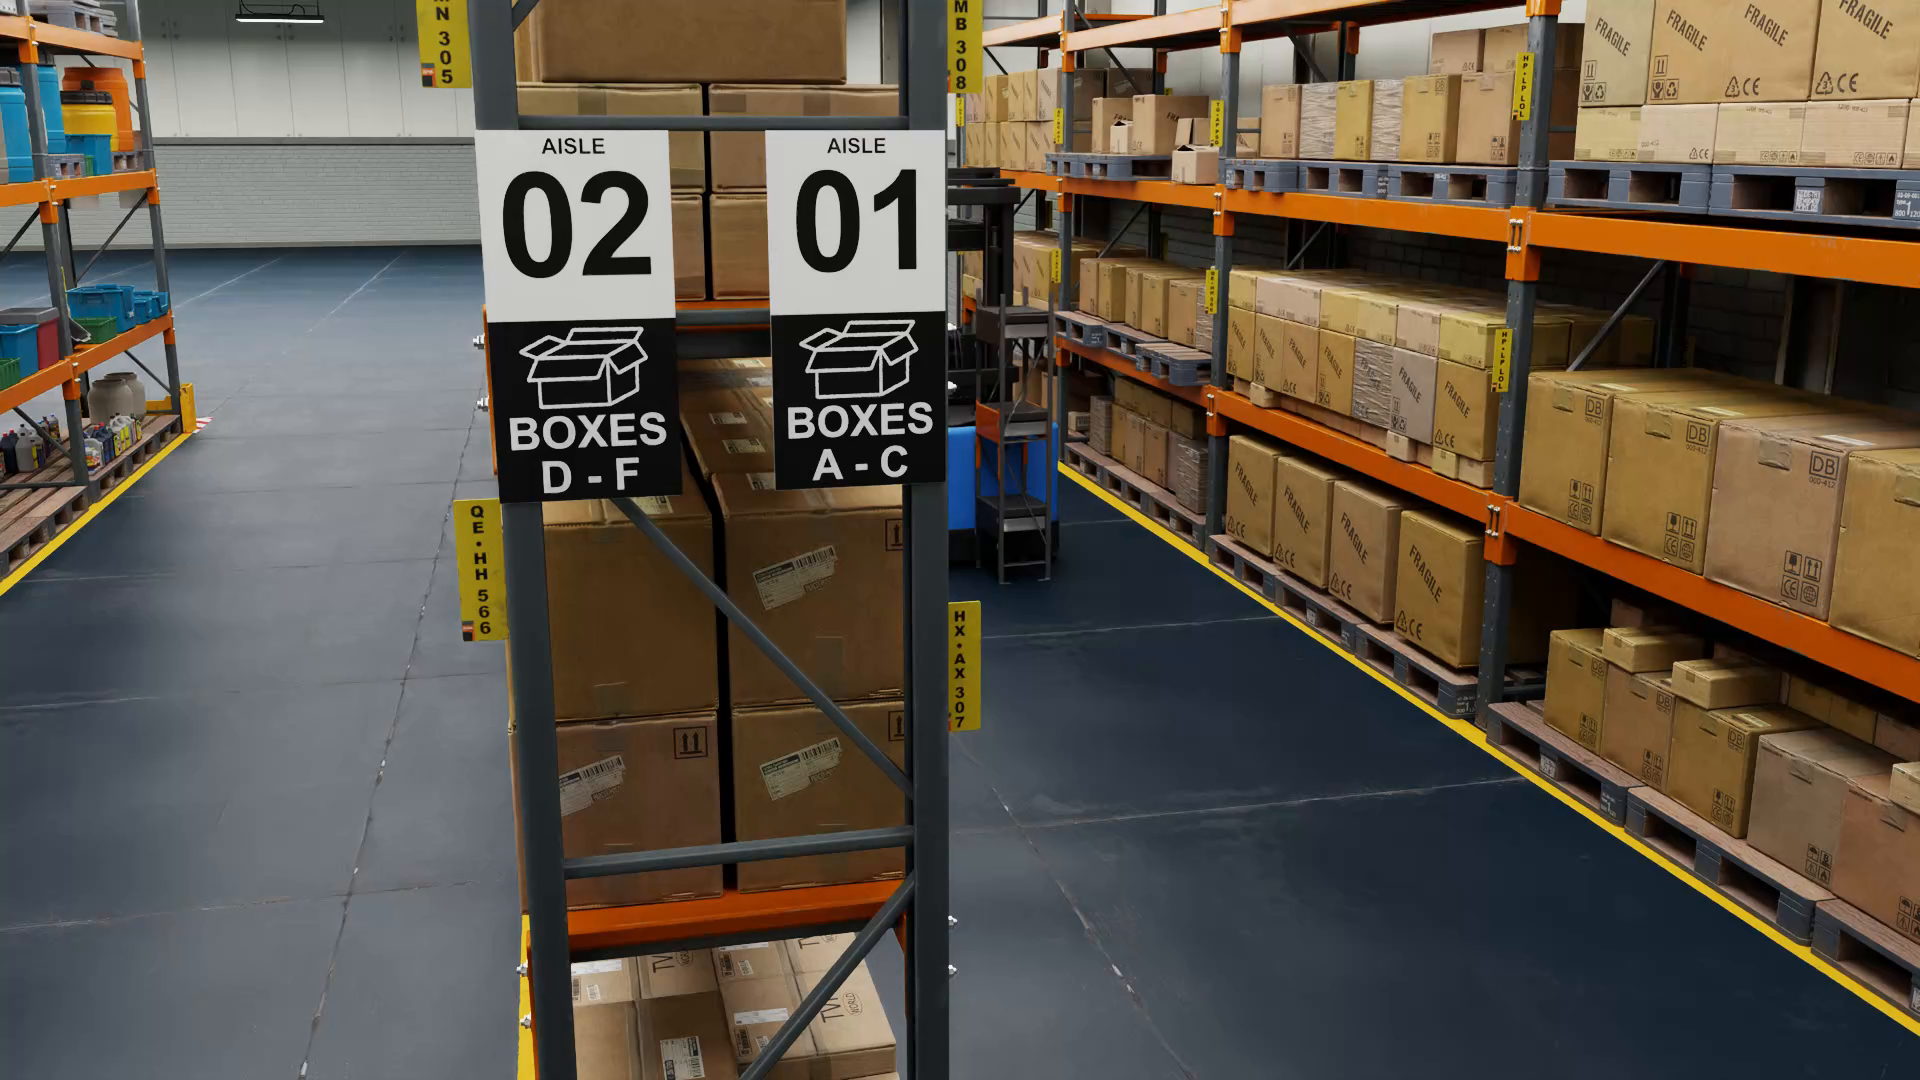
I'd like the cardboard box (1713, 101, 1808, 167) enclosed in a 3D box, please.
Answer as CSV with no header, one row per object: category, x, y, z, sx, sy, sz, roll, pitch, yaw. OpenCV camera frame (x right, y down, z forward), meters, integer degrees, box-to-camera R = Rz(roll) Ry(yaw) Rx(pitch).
cardboard box,3.488,-1.668,6.834,0.500,0.250,0.500,-4,14,-15

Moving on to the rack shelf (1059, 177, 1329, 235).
rack shelf,1.939,-2.933,14.308,1.077,0.370,4.000,-3,14,-13

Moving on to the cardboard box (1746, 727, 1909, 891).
cardboard box,3.790,1.104,6.969,0.700,0.500,0.500,-4,14,-15

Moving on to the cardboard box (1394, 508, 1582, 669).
cardboard box,3.069,0.256,9.703,0.750,0.750,0.750,-3,14,-13

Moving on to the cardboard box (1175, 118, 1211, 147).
cardboard box,2.195,-3.185,13.565,0.797,0.503,0.637,-1,14,-5

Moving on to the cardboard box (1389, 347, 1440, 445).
cardboard box,2.866,-0.854,9.722,0.500,0.500,0.500,-3,14,-13

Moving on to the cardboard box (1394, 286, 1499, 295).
cardboard box,3.123,-1.485,10.727,0.500,0.250,0.500,-4,14,-15

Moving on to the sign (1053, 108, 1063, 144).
sign,0.944,-3.963,15.919,0.100,0.325,0.005,-3,14,-13

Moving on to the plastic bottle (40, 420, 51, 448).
plastic bottle,-8.896,-1.031,16.149,0.097,0.271,0.097,0,14,0

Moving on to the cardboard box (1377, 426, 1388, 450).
cardboard box,2.783,-0.628,10.165,0.380,0.149,0.250,-3,14,-13

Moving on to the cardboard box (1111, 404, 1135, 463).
cardboard box,1.829,-1.001,15.544,0.700,0.500,0.500,-4,14,-14

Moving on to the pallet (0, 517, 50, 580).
pallet,-7.648,0.081,12.651,1.003,0.211,1.213,-3,14,-13

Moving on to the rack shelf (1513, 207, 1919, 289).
rack shelf,3.818,-1.088,6.754,1.077,0.370,4.000,-3,14,-13

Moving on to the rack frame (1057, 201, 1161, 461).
rack frame,1.470,-2.287,16.468,1.000,3.000,0.127,-3,14,-13

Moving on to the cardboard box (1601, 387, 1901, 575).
cardboard box,3.626,-0.292,7.672,0.980,0.700,0.700,-4,14,-15

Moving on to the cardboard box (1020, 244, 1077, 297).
cardboard box,0.935,-2.795,17.240,0.500,0.500,0.500,-3,14,-14

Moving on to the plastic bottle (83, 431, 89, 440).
plastic bottle,-8.087,-0.863,15.294,0.144,0.351,0.185,-3,14,-13

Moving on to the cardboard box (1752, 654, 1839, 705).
cardboard box,3.830,0.628,7.552,0.380,0.149,0.250,-3,14,-13

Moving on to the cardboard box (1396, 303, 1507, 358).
cardboard box,2.879,-1.220,9.643,0.500,0.250,0.500,-3,14,-12

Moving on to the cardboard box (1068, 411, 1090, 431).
cardboard box,1.315,-1.246,17.250,0.380,0.166,0.250,-5,15,-21

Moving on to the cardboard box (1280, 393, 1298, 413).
cardboard box,2.471,-0.987,11.635,0.380,0.149,0.250,-3,14,-14

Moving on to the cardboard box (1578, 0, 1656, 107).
cardboard box,3.243,-2.262,7.687,0.500,0.500,0.500,-3,14,-14

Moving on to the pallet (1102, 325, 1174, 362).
pallet,1.904,-1.725,14.573,1.003,0.211,1.213,-3,14,-13

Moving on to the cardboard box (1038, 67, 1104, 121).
cardboard box,1.088,-4.389,16.390,0.500,0.500,0.500,-5,14,-18

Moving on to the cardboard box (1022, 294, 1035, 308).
cardboard box,0.955,-2.432,17.334,0.500,0.250,0.500,-3,14,-13

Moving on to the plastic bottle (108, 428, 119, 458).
plastic bottle,-7.989,-0.922,15.678,0.061,0.283,0.133,-3,14,-11

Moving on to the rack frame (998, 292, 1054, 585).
rack frame,0.471,-0.708,11.901,0.400,2.100,0.015,-5,15,-19

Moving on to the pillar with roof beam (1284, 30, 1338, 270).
pillar with roof beam,-1.240,-4.387,12.421,9.100,9.000,0.400,-3,14,-13

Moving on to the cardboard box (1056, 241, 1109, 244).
cardboard box,1.333,-2.943,17.847,0.500,0.500,0.500,-3,14,-12

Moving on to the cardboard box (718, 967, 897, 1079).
cardboard box,-0.496,1.624,5.327,0.500,0.250,0.500,-3,14,-13

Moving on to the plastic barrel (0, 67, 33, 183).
plastic barrel,-7.830,-3.330,13.361,0.600,0.901,0.708,-3,14,-13

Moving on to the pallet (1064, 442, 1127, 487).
pallet,1.654,-0.753,16.064,1.003,0.211,1.213,-3,14,-13

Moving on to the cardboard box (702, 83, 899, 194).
cardboard box,-0.394,-1.002,4.150,0.500,0.250,0.500,-3,14,-13

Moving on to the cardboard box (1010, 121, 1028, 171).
cardboard box,0.837,-4.148,17.513,0.500,0.500,0.500,-4,14,-15

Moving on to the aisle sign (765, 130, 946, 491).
aisle sign,-0.225,-0.505,3.697,0.394,0.787,0.004,-3,14,-13

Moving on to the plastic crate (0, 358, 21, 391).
plastic crate,-7.477,-1.246,12.652,0.450,0.188,0.662,-3,14,-13

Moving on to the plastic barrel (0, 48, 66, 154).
plastic barrel,-8.290,-3.875,14.706,0.600,0.901,0.708,-3,14,-13

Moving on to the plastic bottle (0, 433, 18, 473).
plastic bottle,-8.592,-0.794,15.012,0.144,0.351,0.185,-4,14,-15

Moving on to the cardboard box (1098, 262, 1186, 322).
cardboard box,1.680,-2.301,15.386,0.700,0.500,0.500,-2,14,-7

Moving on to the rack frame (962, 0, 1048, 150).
rack frame,0.530,-6.124,19.533,1.000,3.000,0.127,-3,14,-13

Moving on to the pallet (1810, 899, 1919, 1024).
pallet,4.024,1.656,6.205,1.003,0.211,1.213,-3,14,-13

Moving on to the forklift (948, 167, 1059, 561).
forklift,-0.207,-1.563,13.651,1.130,2.935,3.031,-5,15,-19

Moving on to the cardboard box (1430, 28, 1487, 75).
cardboard box,3.125,-2.862,9.783,0.500,0.250,0.500,-4,14,-15

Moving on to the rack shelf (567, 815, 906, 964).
rack shelf,-0.996,0.551,5.954,0.919,0.124,3.809,-3,14,-13

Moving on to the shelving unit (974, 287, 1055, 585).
shelving unit,0.389,-0.763,12.125,0.431,2.100,0.503,-5,15,-19

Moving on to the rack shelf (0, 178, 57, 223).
rack shelf,-7.691,-2.381,12.048,1.077,0.370,4.000,-3,14,-13

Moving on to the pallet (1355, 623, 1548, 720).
pallet,3.094,0.739,9.956,1.003,0.211,1.213,-3,14,-13

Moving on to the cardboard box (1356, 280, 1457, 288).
cardboard box,3.003,-1.603,11.208,0.500,0.250,0.500,-4,14,-15

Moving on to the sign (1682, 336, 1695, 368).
sign,3.888,-0.932,8.929,0.100,0.325,0.005,-3,14,-13

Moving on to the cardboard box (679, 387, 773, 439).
cardboard box,-0.737,-0.246,5.796,0.500,0.500,0.500,-3,14,-14
